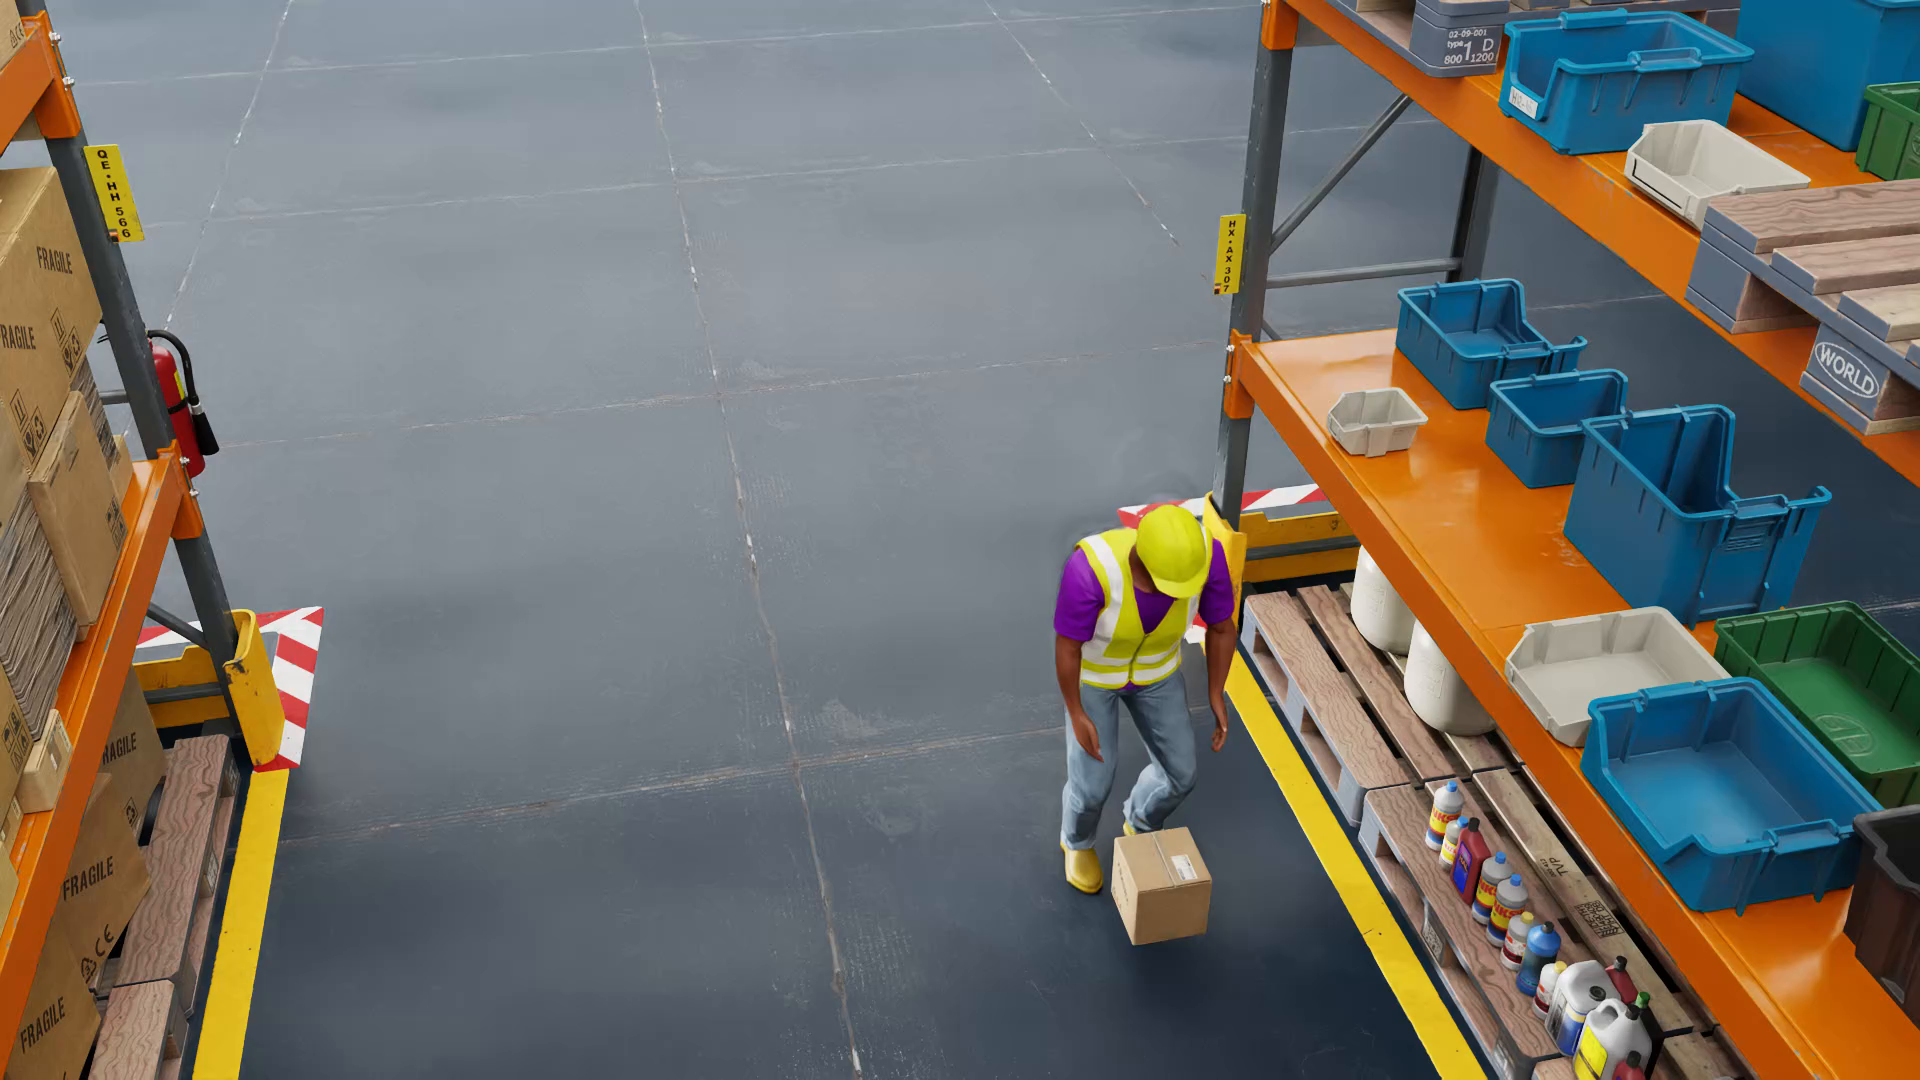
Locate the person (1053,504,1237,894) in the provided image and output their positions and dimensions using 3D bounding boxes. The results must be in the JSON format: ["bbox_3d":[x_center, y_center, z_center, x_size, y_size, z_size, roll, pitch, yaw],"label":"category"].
[{"bbox_3d":[0.599,0.486,5.544,0.616,1.614,0.599,-7,35,-10],"label":"person"}]
